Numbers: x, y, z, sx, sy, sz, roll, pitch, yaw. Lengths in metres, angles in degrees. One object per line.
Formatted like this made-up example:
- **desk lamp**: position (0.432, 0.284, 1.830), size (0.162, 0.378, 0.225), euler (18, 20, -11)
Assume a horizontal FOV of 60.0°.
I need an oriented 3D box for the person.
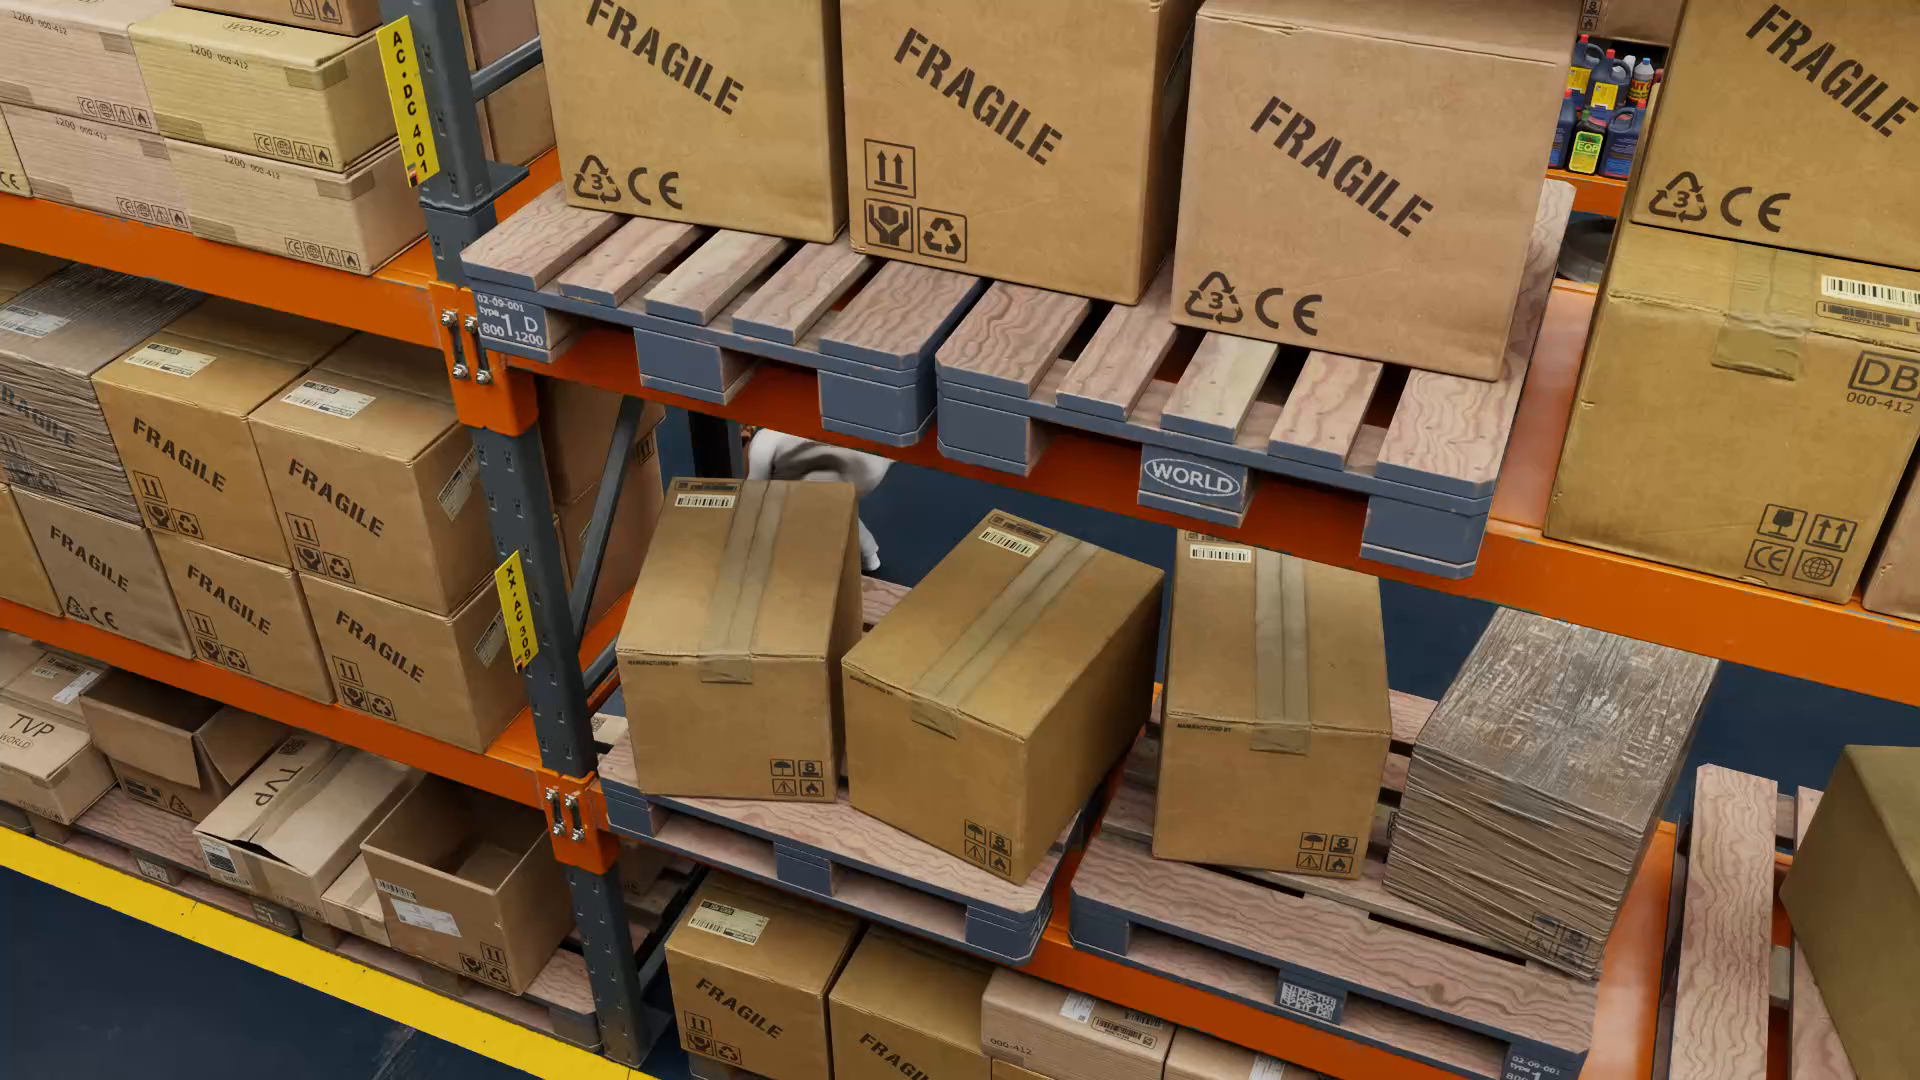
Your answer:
- **person**: position (-0.683, -0.205, 7.106), size (0.854, 0.844, 0.478), euler (12, 39, 16)
